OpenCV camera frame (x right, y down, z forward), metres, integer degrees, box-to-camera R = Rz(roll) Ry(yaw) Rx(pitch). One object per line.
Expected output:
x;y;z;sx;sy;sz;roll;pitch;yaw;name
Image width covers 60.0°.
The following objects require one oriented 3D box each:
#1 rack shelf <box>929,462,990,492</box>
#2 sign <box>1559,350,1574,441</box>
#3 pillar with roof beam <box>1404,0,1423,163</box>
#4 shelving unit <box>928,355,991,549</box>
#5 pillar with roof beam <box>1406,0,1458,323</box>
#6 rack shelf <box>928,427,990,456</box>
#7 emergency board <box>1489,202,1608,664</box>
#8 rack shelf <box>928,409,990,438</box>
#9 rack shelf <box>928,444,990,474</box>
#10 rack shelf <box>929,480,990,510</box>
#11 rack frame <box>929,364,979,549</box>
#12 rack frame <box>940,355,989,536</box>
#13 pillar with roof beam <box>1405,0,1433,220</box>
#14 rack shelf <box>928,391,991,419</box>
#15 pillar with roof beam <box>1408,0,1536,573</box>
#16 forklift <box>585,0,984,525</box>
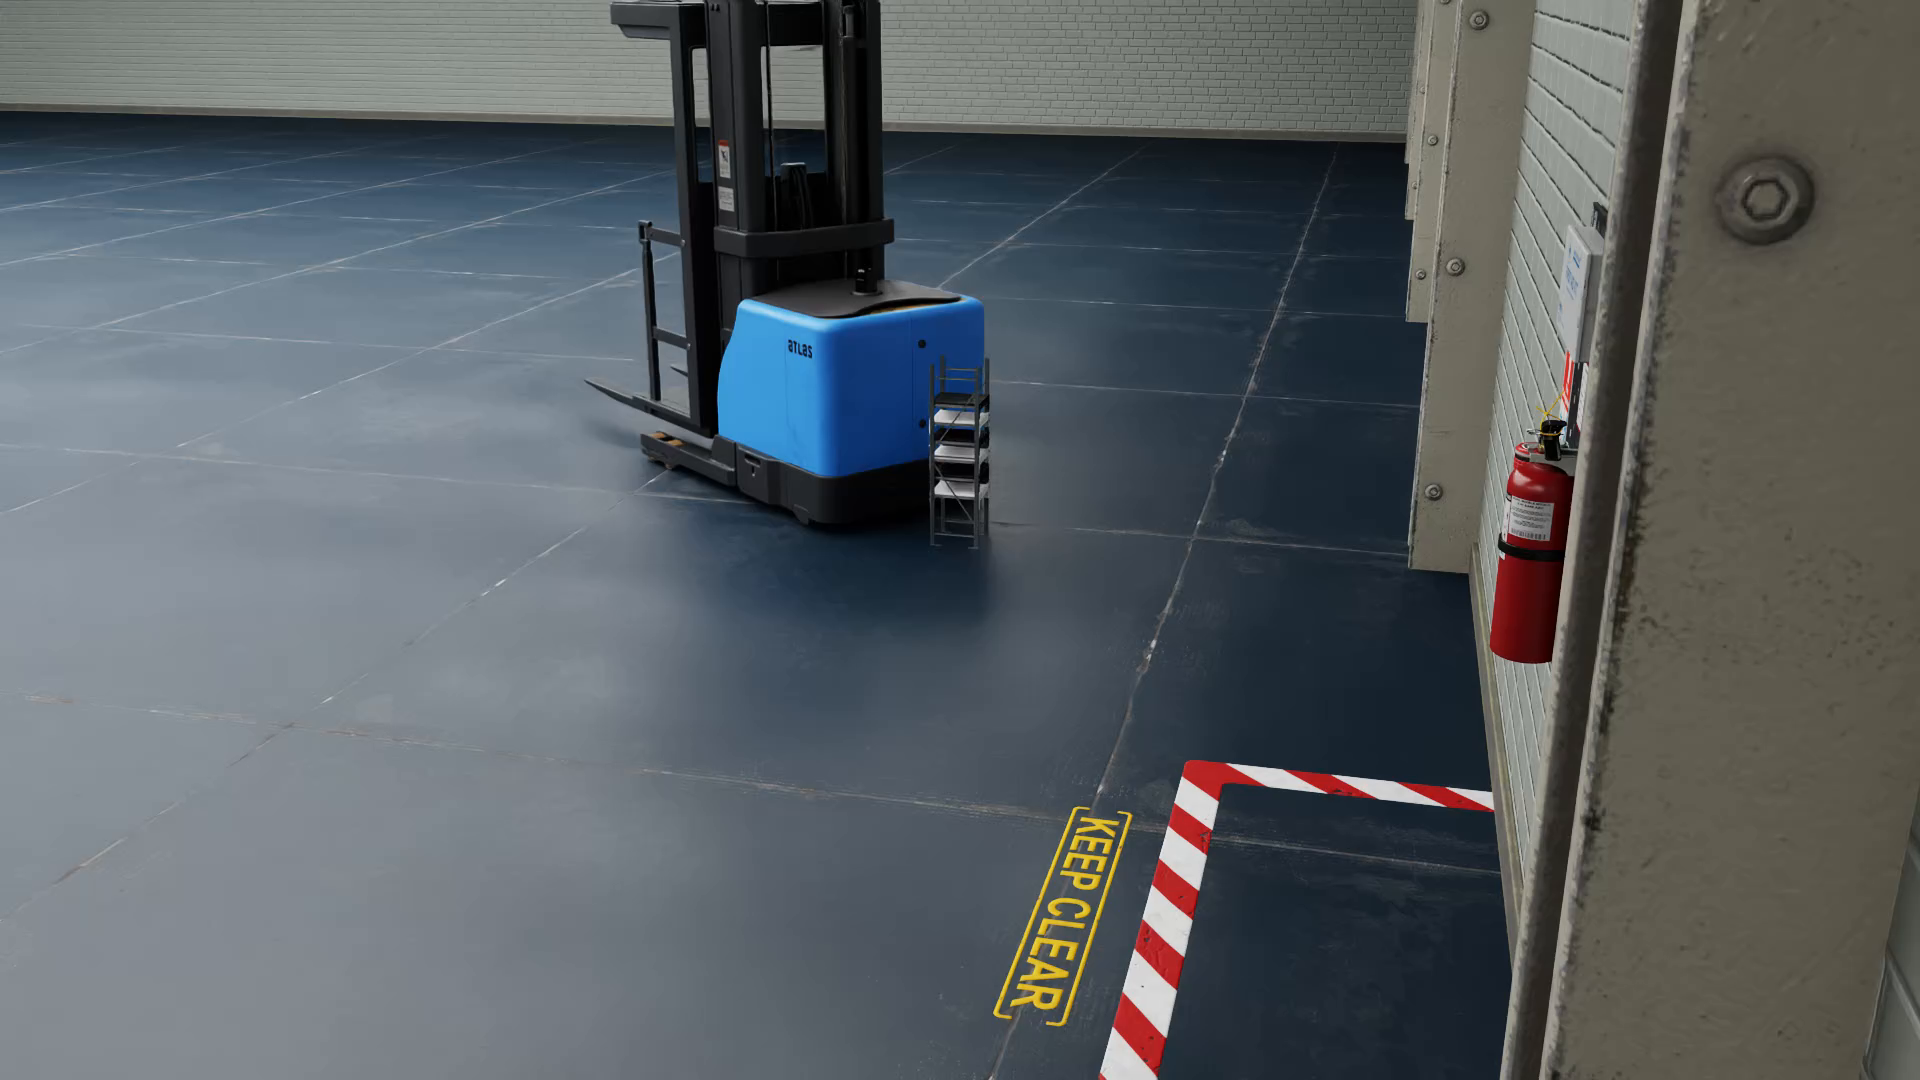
-0.002;-0.307;8.075;0.258;0.077;0.200;5;19;13;rack shelf
1.710;-0.409;4.689;0.001;0.329;0.234;5;19;13;sign
2.524;-10.157;24.001;9.100;9.000;0.400;5;19;13;pillar with roof beam
-0.002;-0.423;8.035;0.258;0.900;0.210;5;19;13;shelving unit
-0.408;-6.395;12.990;9.100;9.000;0.400;5;19;13;pillar with roof beam
-0.002;-0.477;8.016;0.258;0.077;0.200;5;19;13;rack shelf
1.475;-0.227;4.211;0.194;1.169;0.643;5;19;13;emergency board
-0.002;-0.562;7.987;0.258;0.077;0.200;5;19;13;rack shelf
-0.002;-0.392;8.045;0.258;0.077;0.200;5;19;13;rack shelf
-0.002;-0.221;8.104;0.258;0.077;0.200;5;19;13;rack shelf
-0.027;-0.391;7.941;0.240;0.900;0.006;5;19;13;rack frame
0.023;-0.455;8.128;0.240;0.900;0.006;5;19;13;rack frame
1.058;-8.276;18.496;9.100;9.000;0.400;5;19;13;pillar with roof beam
-0.002;-0.647;7.958;0.258;0.077;0.200;5;19;13;rack shelf
-1.874;-4.515;7.484;9.100;9.000;0.400;5;19;13;pillar with roof beam
-1.165;-1.871;9.131;1.130;2.935;3.031;-14;23;-36;forklift
